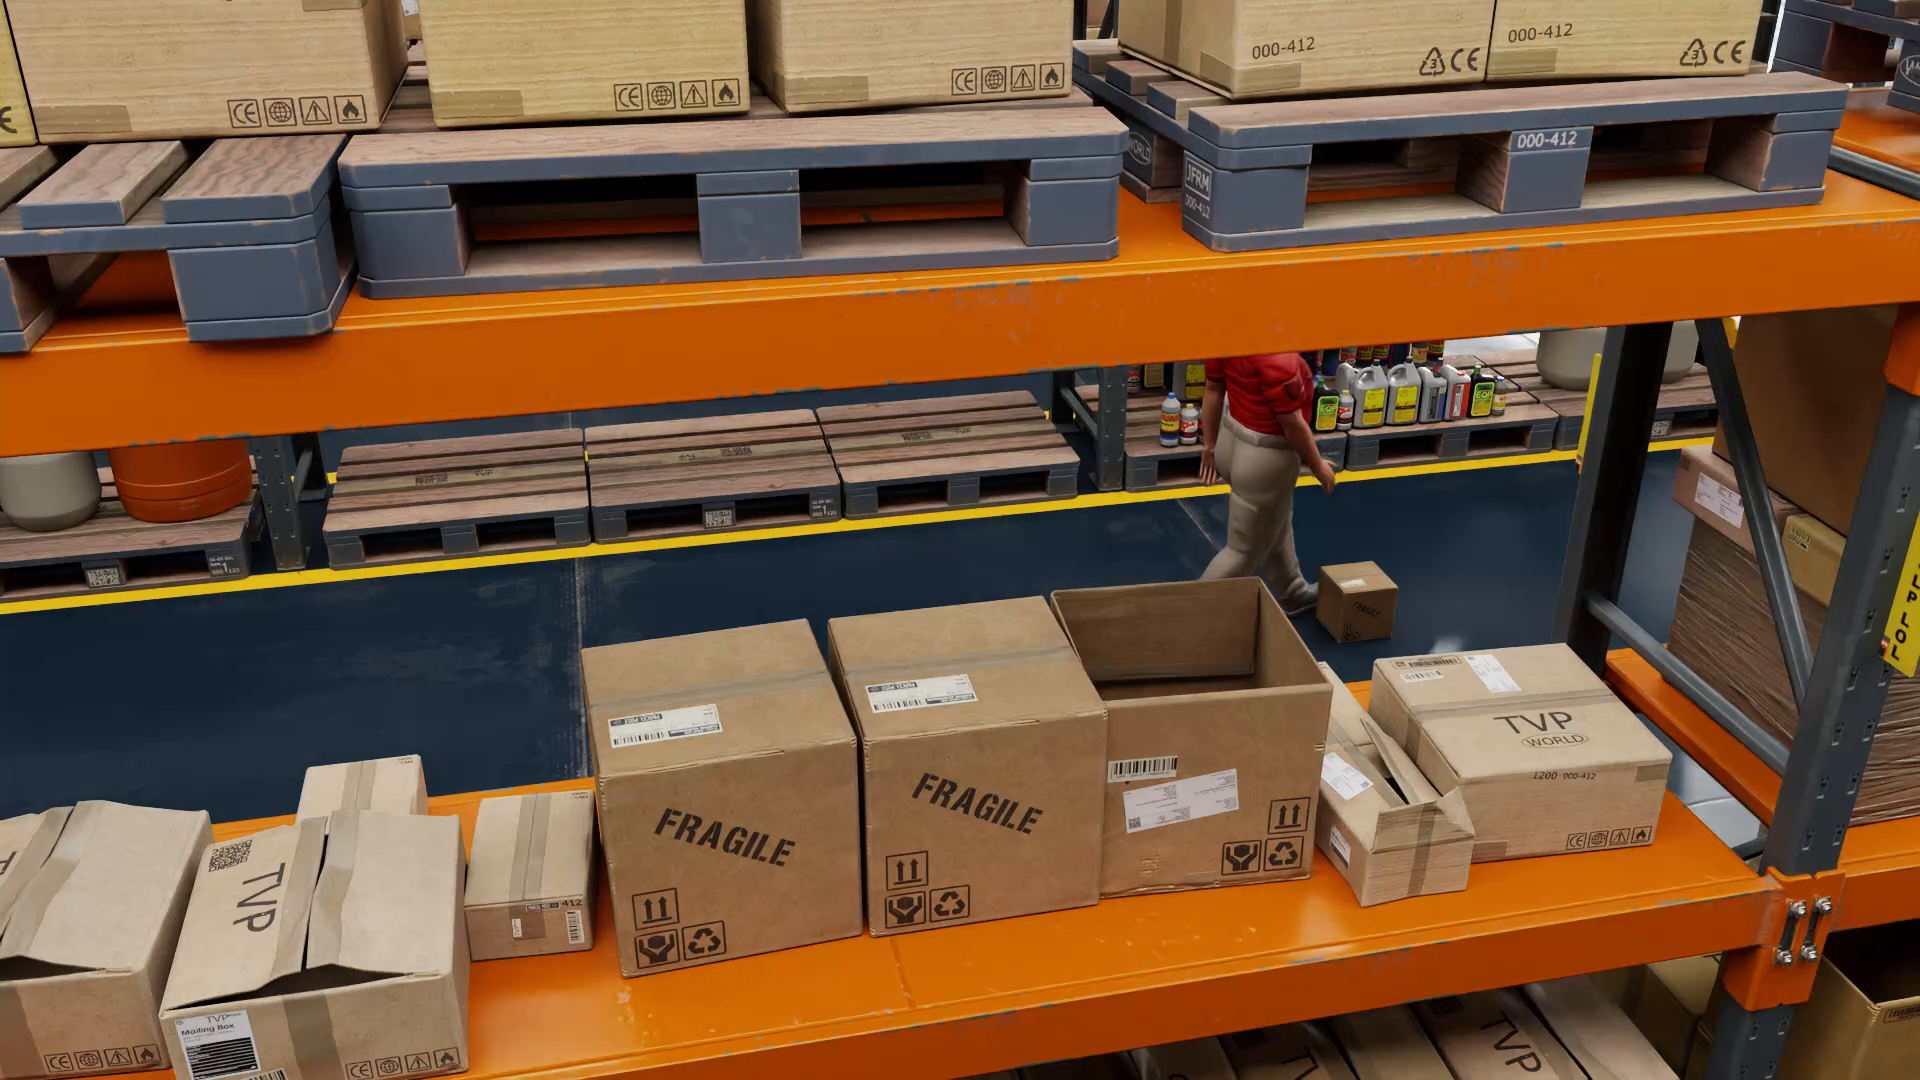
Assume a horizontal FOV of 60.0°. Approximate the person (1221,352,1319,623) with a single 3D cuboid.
[{"bbox_3d":[1.274,-0.327,6.849,0.605,1.748,0.535,-5,27,-11],"label":"person"}]
